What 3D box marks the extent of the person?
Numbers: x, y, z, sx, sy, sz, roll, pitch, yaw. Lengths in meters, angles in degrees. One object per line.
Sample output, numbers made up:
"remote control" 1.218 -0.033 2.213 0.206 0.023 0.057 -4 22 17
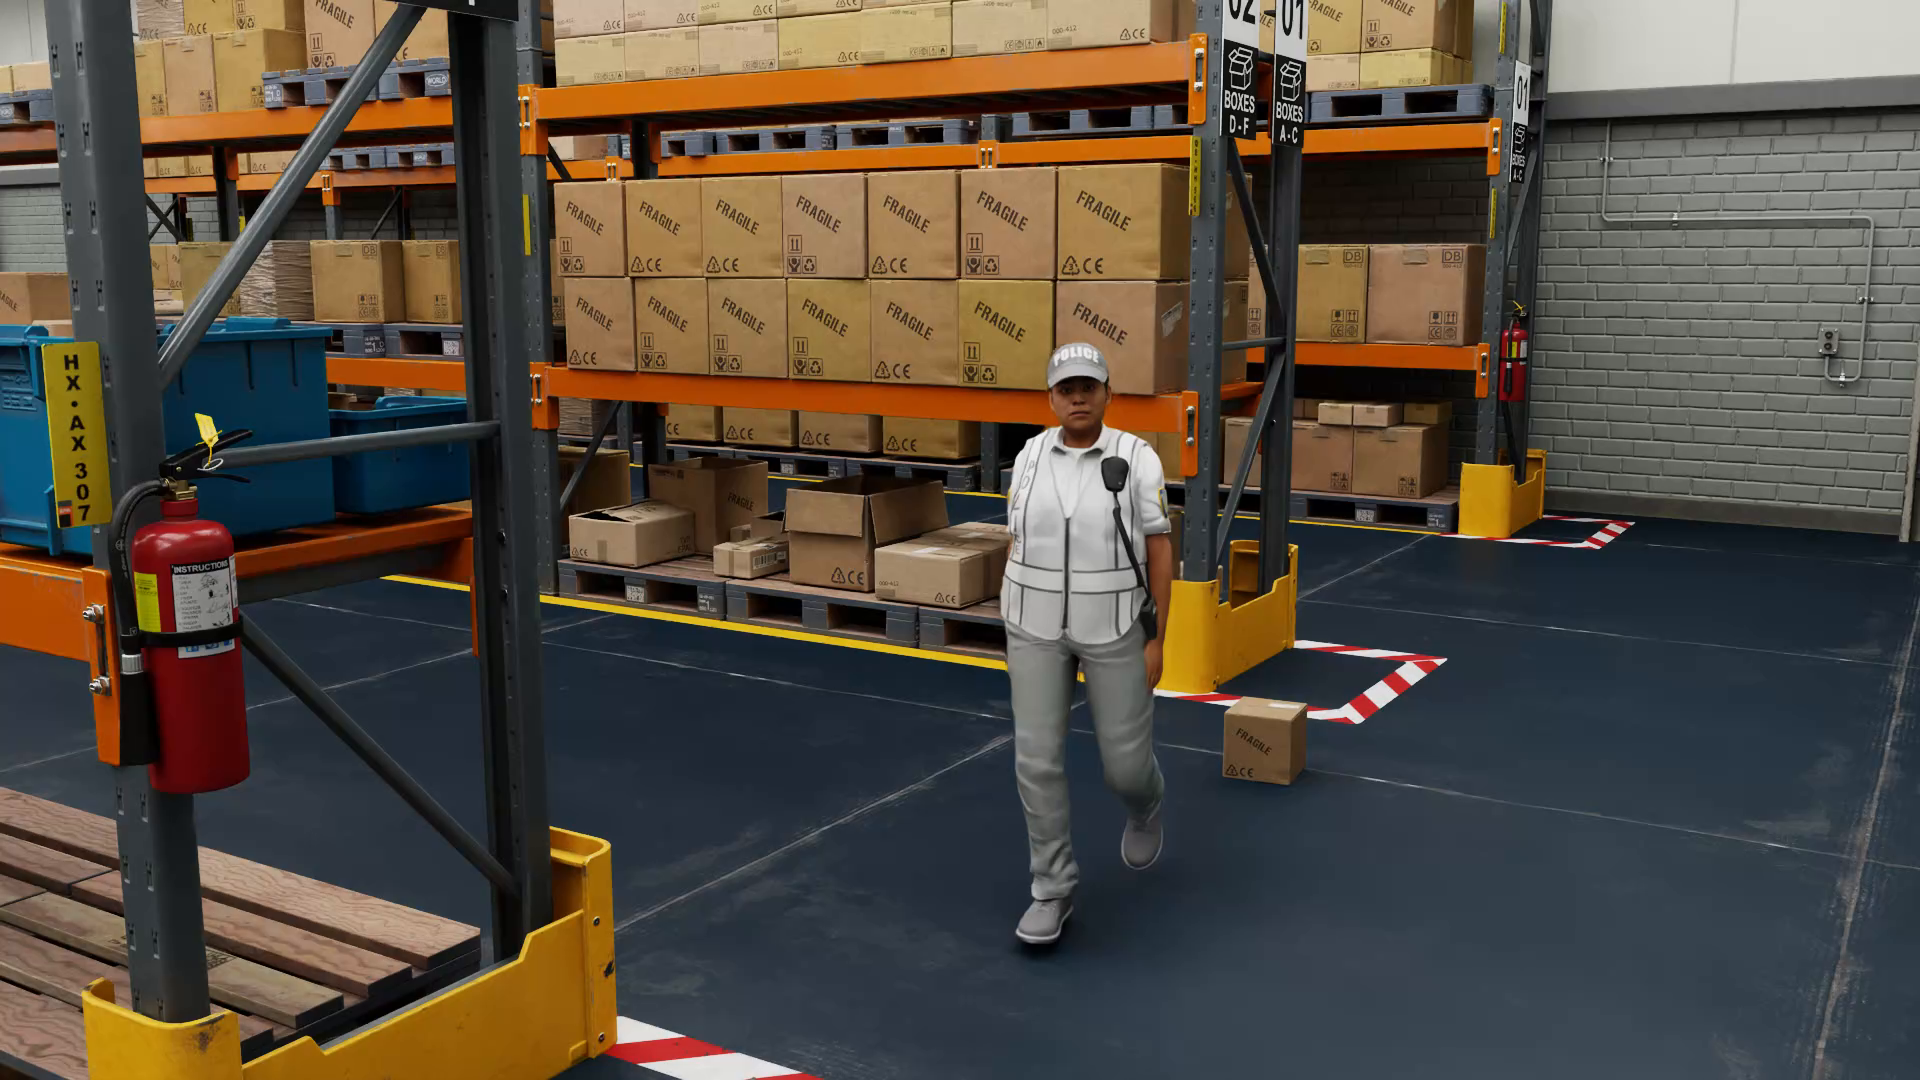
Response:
"person" 0.364 0.259 4.744 0.482 1.636 0.727 3 10 15
